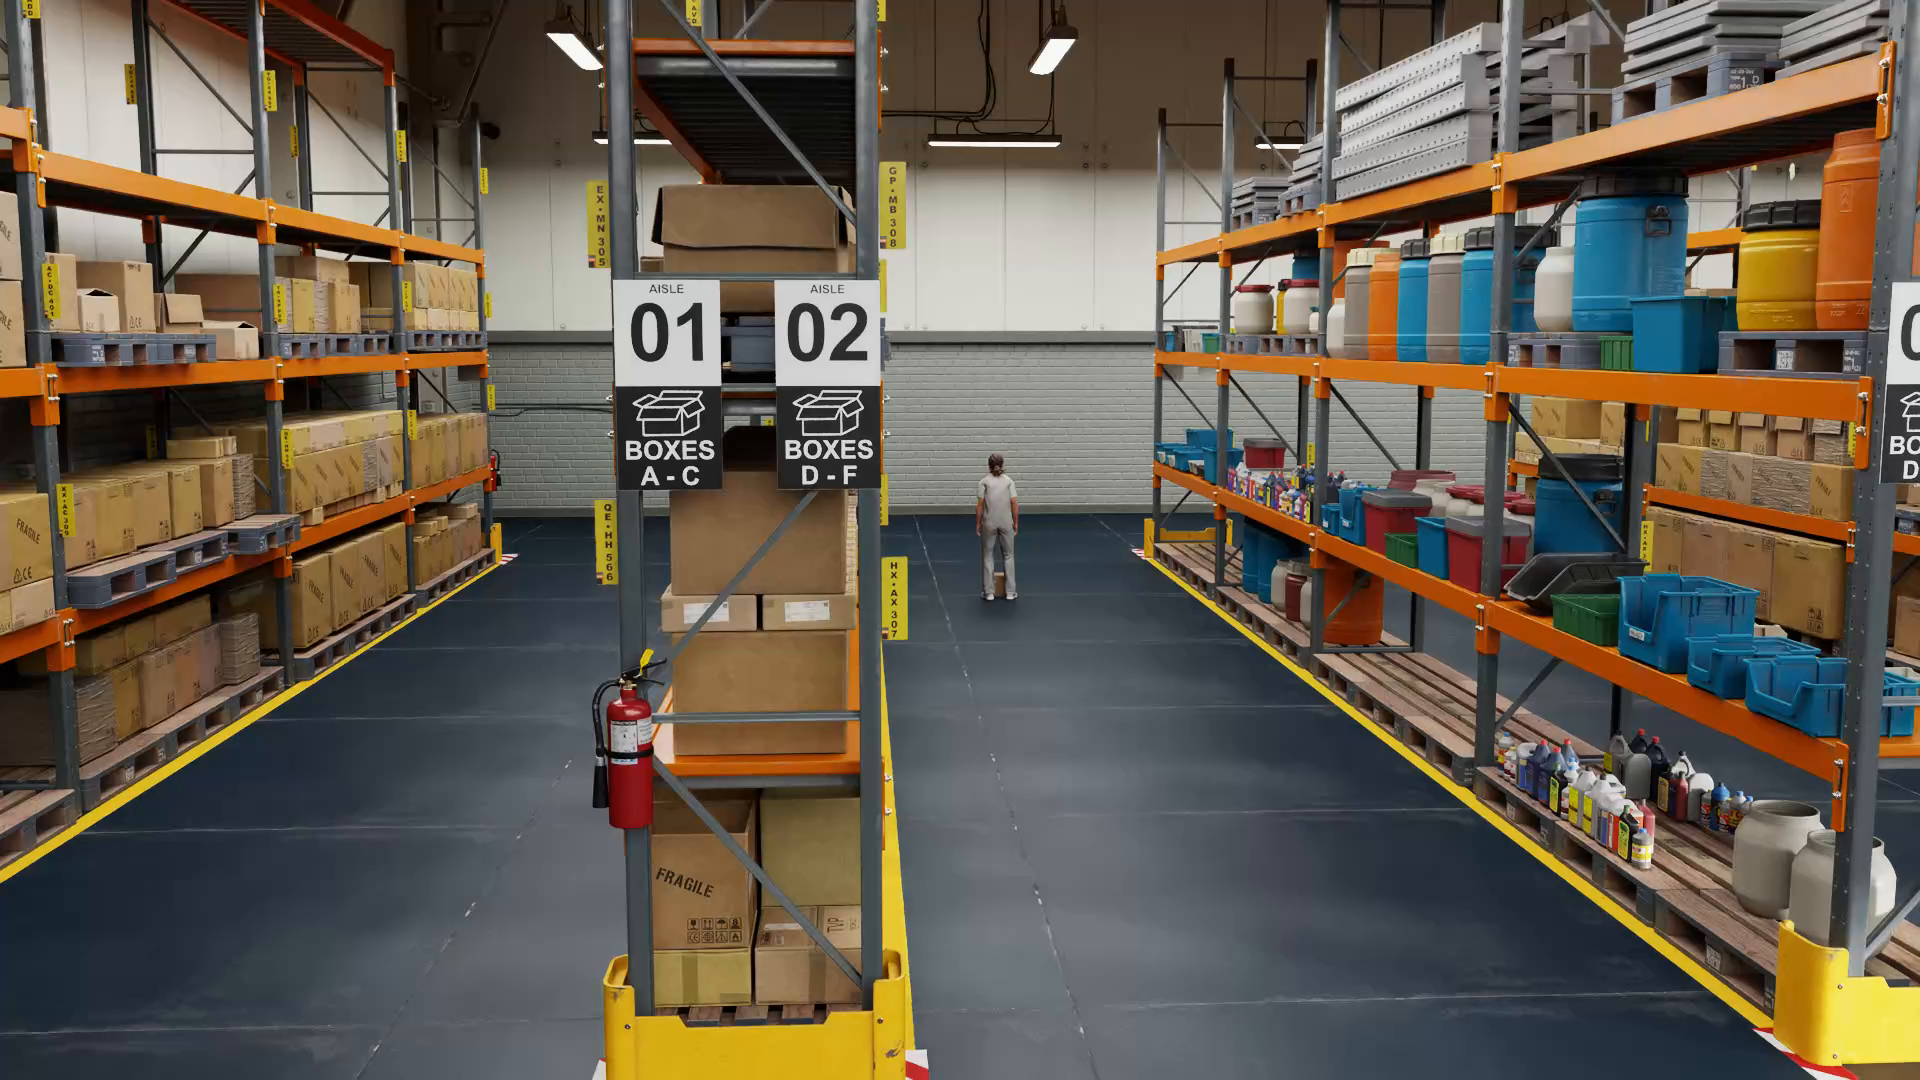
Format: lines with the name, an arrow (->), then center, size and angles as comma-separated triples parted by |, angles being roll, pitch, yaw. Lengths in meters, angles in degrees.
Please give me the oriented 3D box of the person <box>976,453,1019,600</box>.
person -> 0.426, -0.127, 19.038 | 0.486, 1.615, 0.357 | 0, 7, -3
